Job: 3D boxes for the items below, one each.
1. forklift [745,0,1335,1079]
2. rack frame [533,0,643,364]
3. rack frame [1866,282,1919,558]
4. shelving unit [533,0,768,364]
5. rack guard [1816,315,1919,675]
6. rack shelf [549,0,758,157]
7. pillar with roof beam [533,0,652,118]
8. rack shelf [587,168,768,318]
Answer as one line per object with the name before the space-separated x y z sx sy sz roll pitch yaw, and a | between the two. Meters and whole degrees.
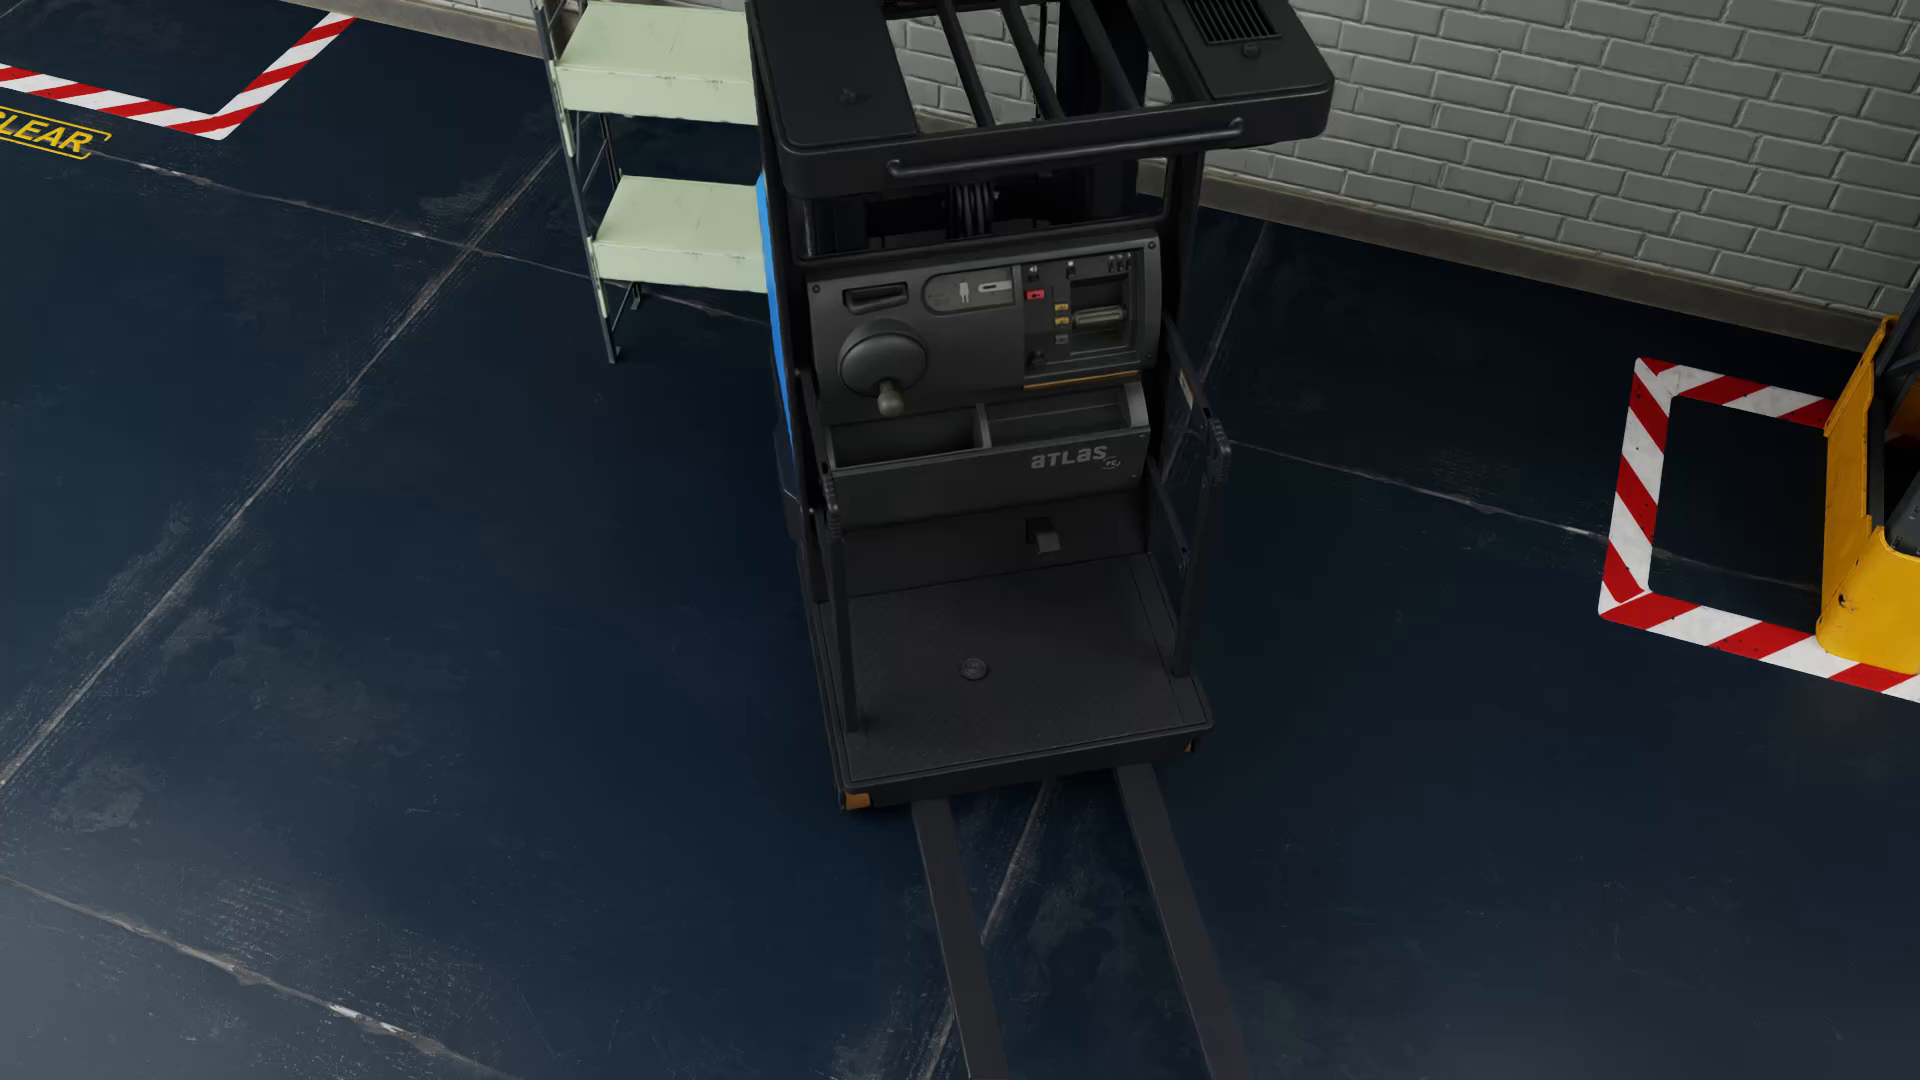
forklift | 0.116 -0.459 4.208 1.130 2.935 3.031 -9 50 -7
rack frame | -1.296 -1.312 5.894 0.023 1.500 0.400 6 49 5
rack frame | 3.090 -1.011 4.641 0.127 3.000 1.000 16 51 13
shelving unit | -0.934 -1.274 5.862 0.755 1.500 0.431 6 49 5
rack guard | 3.161 -0.172 5.568 0.348 0.500 1.175 16 51 13
rack shelf | -0.934 -1.530 5.567 0.720 0.370 0.431 6 49 5
pillar with roof beam | -3.074 -1.925 1.463 0.400 9.000 9.100 16 51 13
rack shelf | -0.934 -1.061 6.108 0.720 0.370 0.431 6 49 5
